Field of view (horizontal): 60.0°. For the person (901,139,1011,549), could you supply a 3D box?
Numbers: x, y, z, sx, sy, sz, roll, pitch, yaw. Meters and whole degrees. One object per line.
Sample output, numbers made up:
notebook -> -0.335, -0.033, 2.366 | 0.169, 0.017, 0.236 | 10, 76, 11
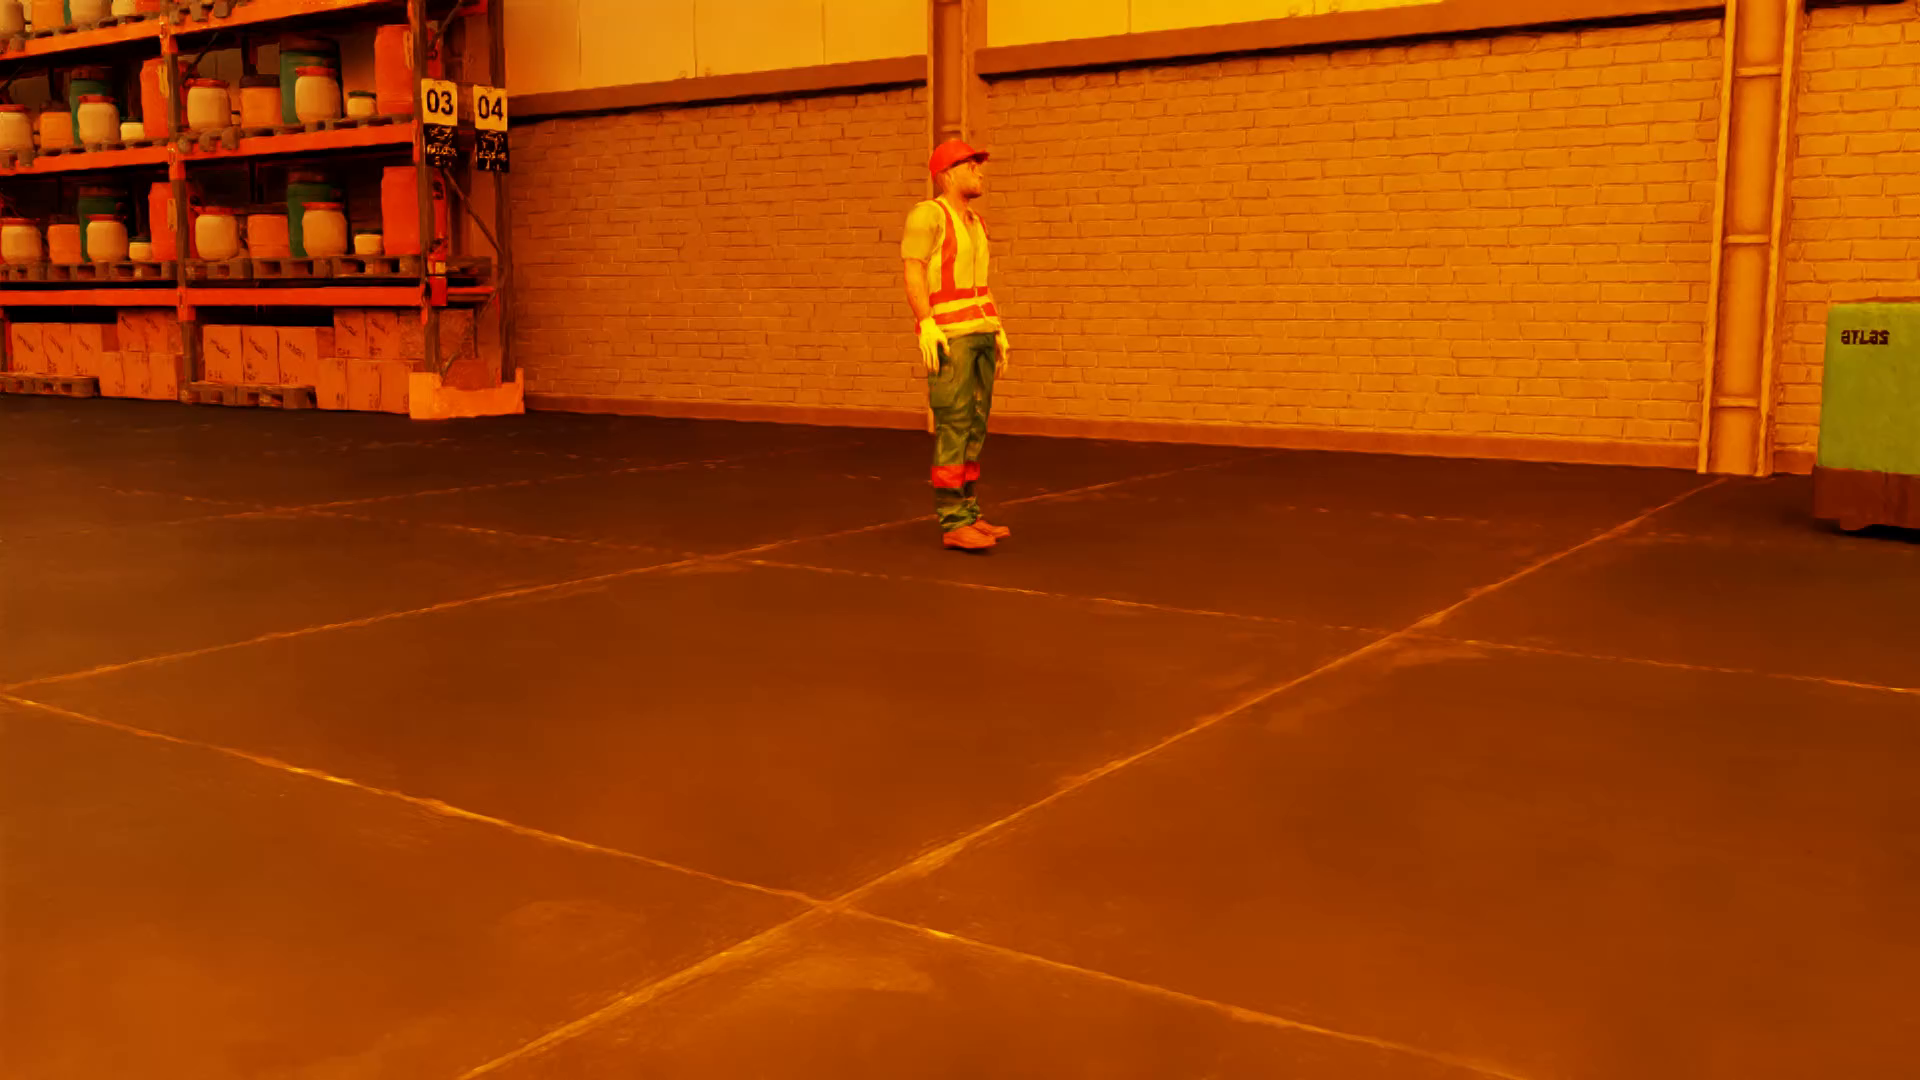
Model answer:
person -> 0.061, -0.885, 7.423 | 0.563, 1.787, 0.637 | 5, 10, 34

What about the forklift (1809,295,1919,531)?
forklift -> 5.292, -1.362, 6.768 | 1.130, 2.935, 3.031 | -6, 10, -36
